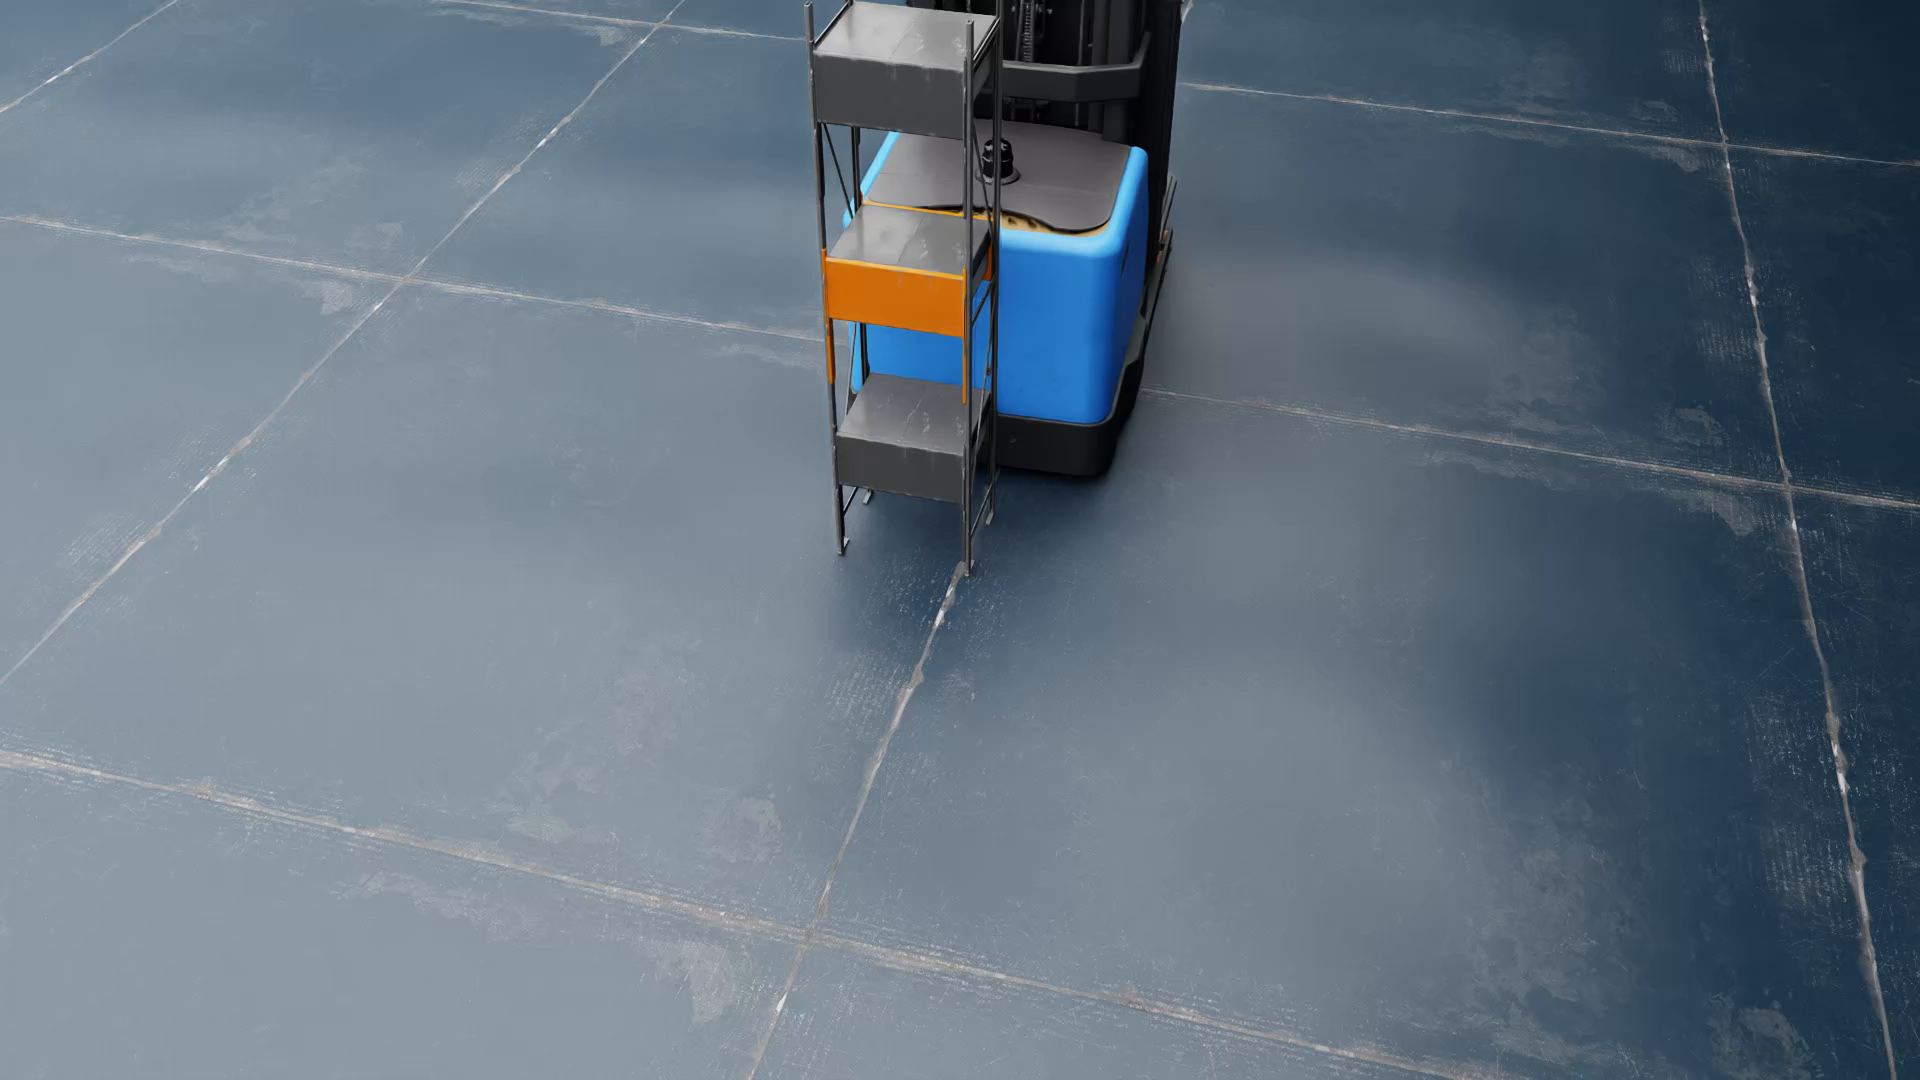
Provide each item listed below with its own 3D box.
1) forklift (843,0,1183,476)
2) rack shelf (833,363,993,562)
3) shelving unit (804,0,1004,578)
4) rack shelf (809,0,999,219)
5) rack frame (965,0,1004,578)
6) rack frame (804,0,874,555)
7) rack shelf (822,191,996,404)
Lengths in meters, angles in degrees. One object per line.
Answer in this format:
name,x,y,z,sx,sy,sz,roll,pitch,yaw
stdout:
forklift,0.378,-2.324,6.738,1.130,2.935,3.031,8,41,9
rack shelf,-0.160,-0.285,6.066,0.480,0.518,0.431,10,41,11
shelving unit,-0.160,-0.832,5.607,0.503,2.100,0.431,10,41,11
rack shelf,-0.160,-1.357,5.166,0.480,0.518,0.431,10,41,11
rack frame,0.076,-0.791,5.559,0.015,2.100,0.400,10,41,11
rack frame,-0.396,-0.872,5.656,0.015,2.100,0.400,10,41,11
rack shelf,-0.160,-0.821,5.616,0.480,0.518,0.431,10,41,11
